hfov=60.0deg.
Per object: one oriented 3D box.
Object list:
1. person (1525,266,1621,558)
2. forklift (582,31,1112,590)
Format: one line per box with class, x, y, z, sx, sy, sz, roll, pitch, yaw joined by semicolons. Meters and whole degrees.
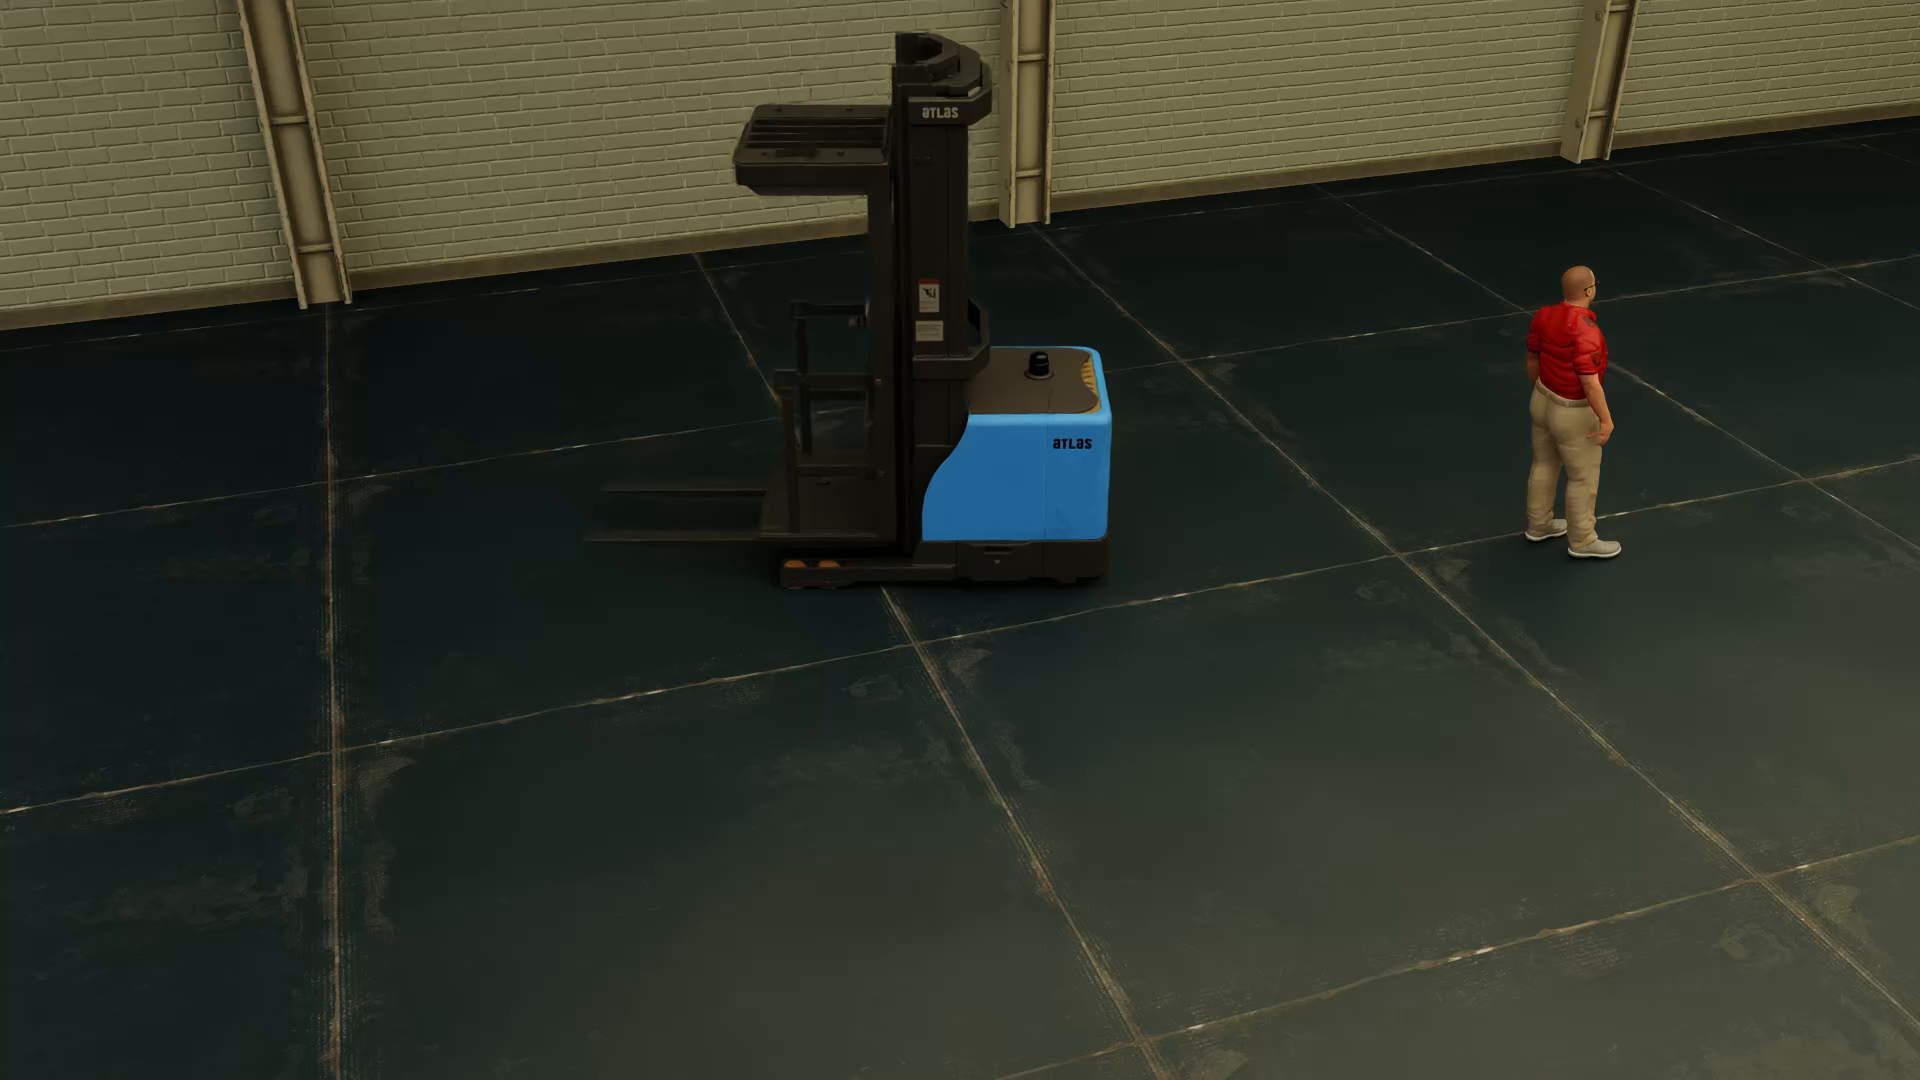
person;3.571;-0.758;9.594;0.550;1.727;0.641;-11;32;-18
forklift;-0.671;-1.251;9.261;3.031;2.935;1.130;0;30;0
